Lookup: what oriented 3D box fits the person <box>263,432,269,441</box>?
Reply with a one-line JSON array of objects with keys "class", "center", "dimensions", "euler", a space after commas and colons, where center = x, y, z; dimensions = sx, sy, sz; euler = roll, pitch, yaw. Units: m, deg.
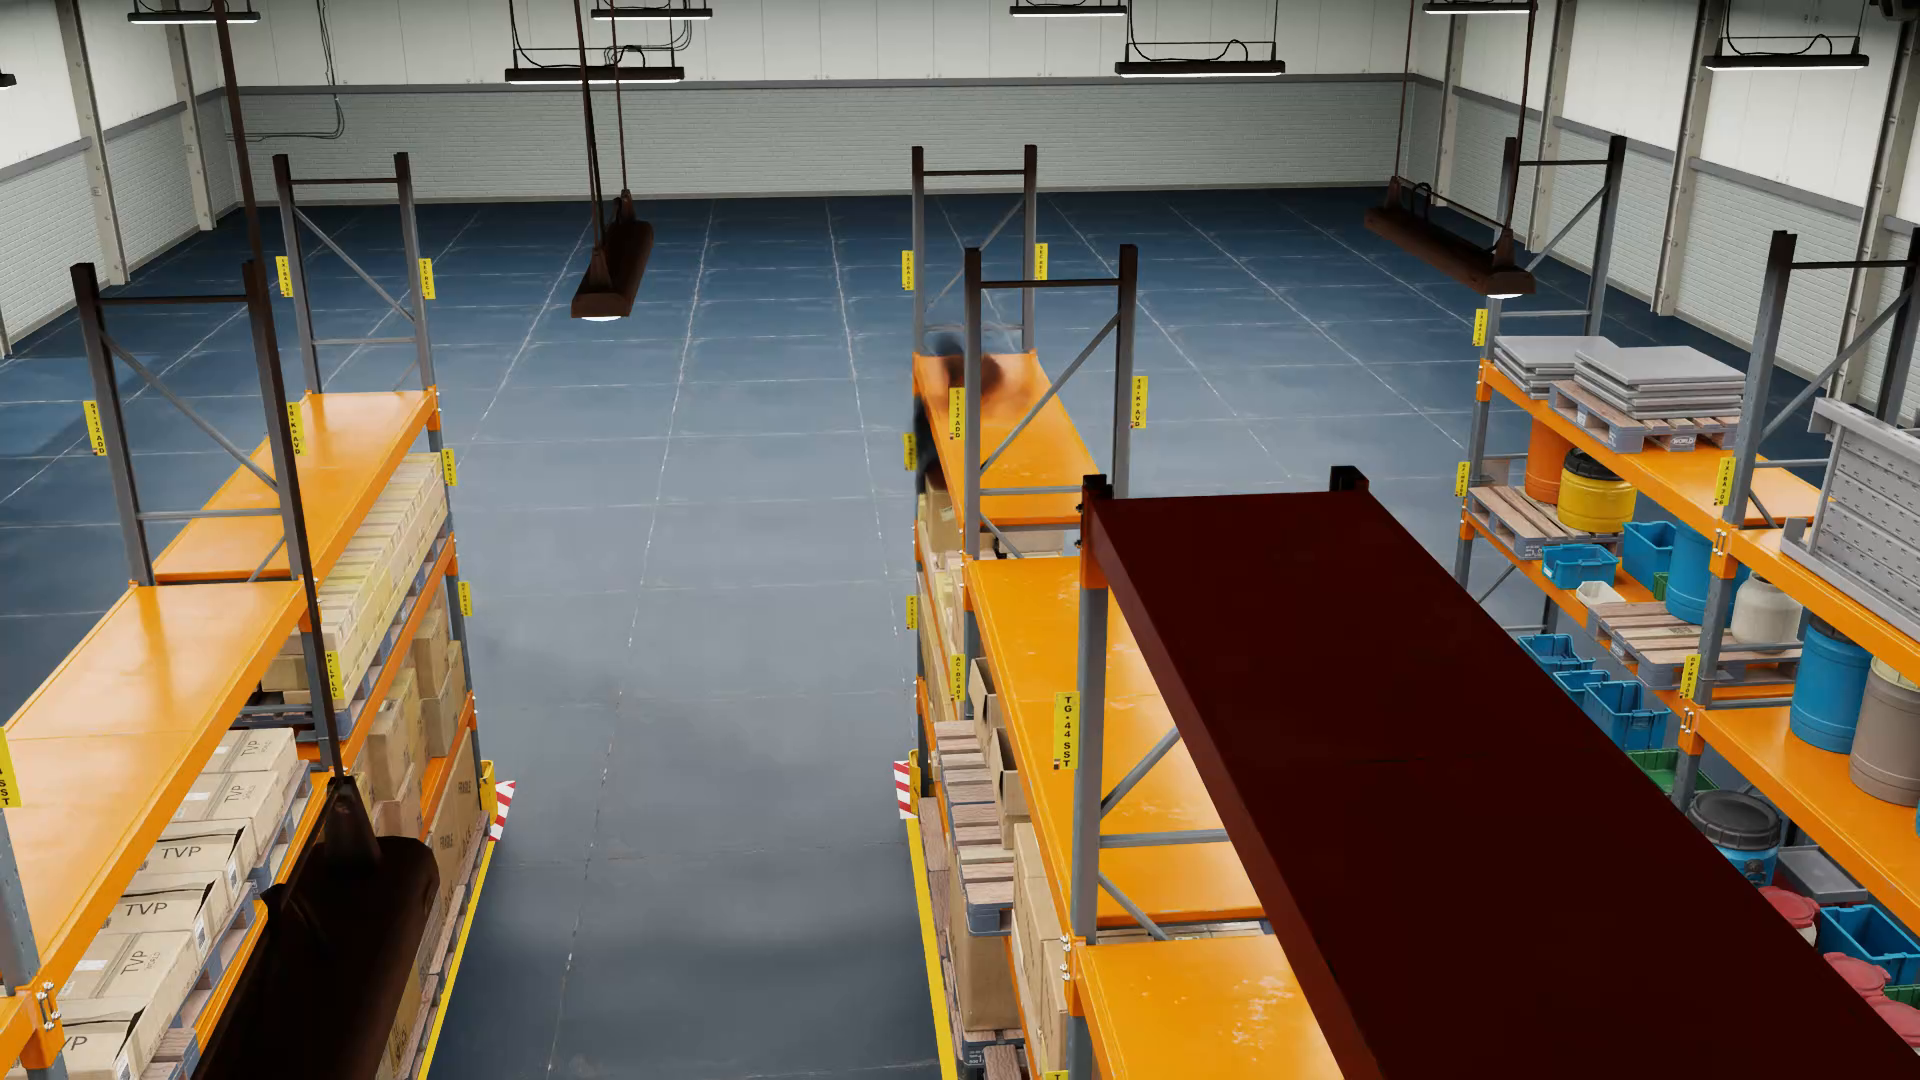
[{"class": "person", "center": [-8.521, -0.542, 20.715], "dimensions": [0.984, 1.691, 0.677], "euler": [16, 26, 34]}]
